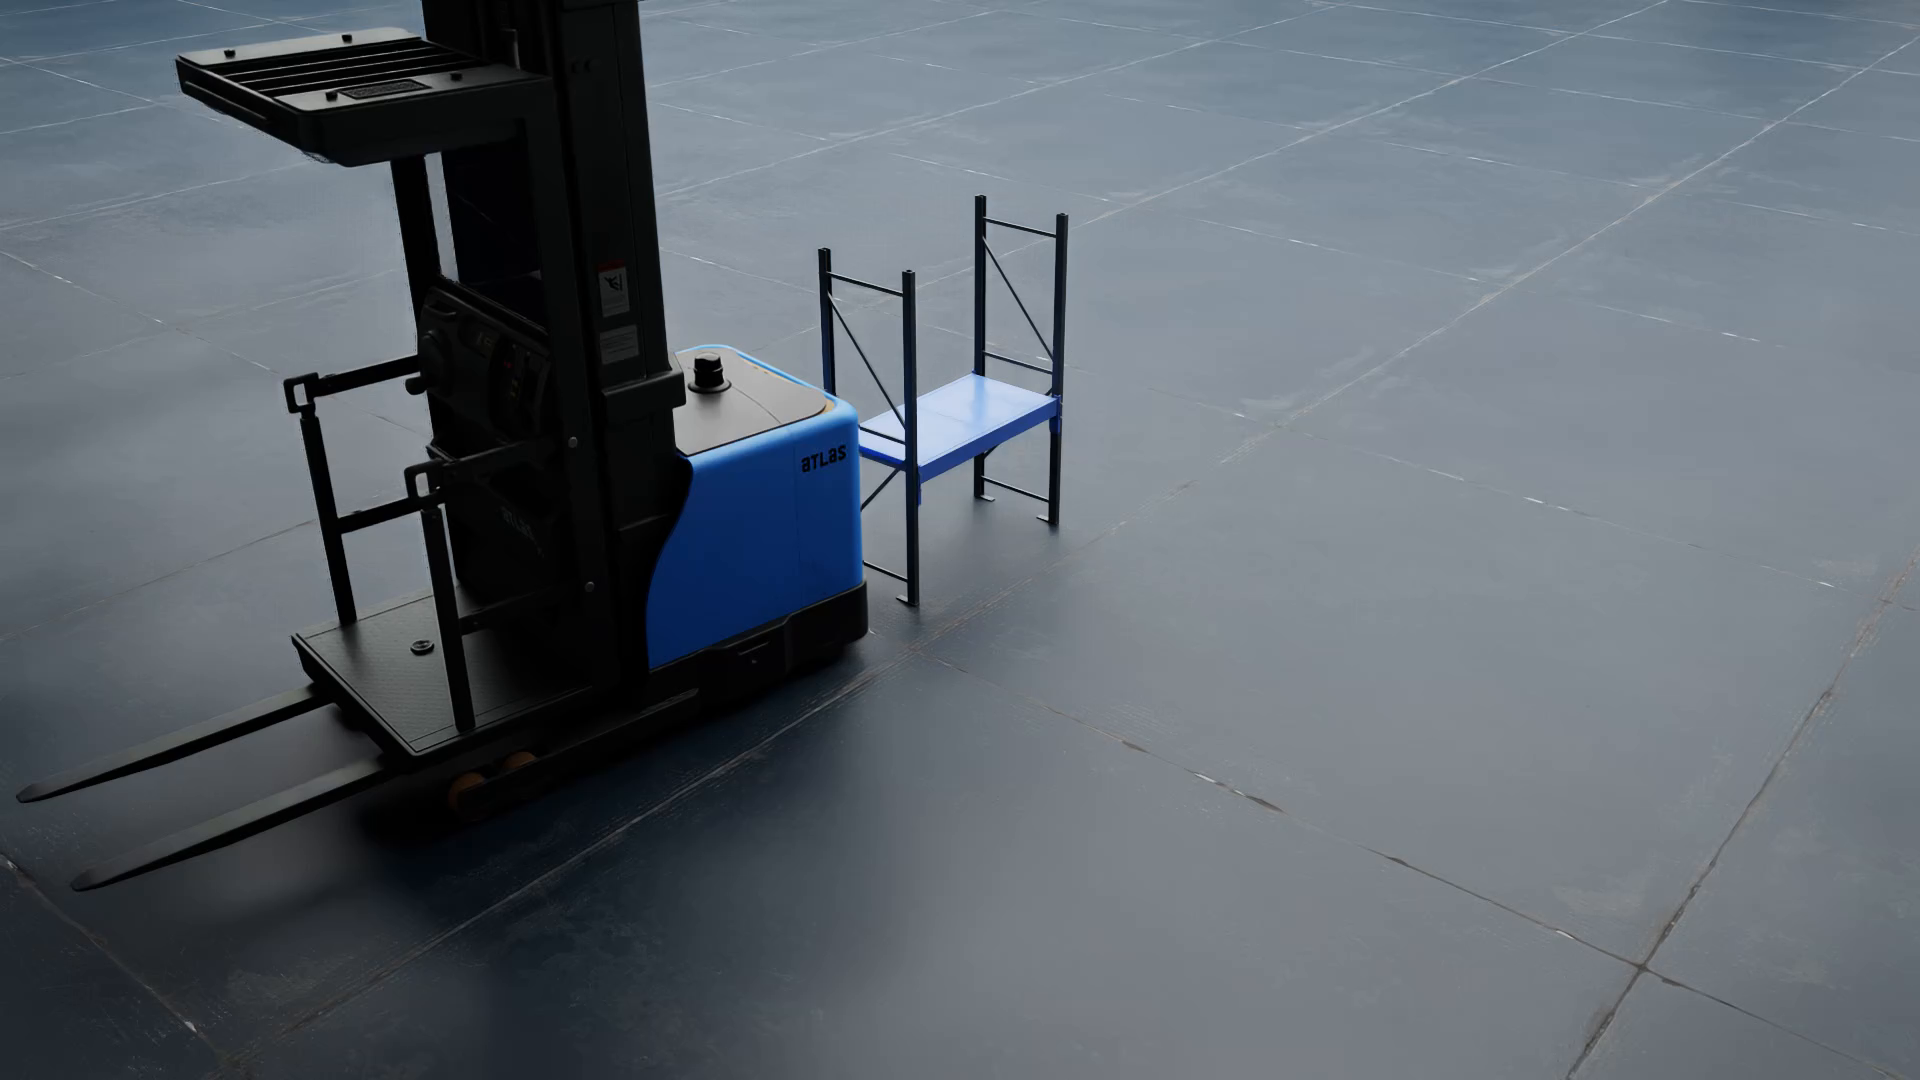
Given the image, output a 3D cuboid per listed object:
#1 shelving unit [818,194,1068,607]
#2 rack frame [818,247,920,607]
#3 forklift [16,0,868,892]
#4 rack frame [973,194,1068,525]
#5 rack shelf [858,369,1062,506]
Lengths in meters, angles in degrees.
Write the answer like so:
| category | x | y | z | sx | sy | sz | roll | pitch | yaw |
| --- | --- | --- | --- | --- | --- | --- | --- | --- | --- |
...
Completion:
| category | x | y | z | sx | sy | sz | roll | pitch | yaw |
| --- | --- | --- | --- | --- | --- | --- | --- | --- | --- |
| shelving unit | -0.054 | -0.636 | 7.347 | 0.538 | 1.500 | 1.048 | 21 | 34 | 34 |
| rack frame | -0.378 | -0.456 | 6.999 | 0.500 | 1.500 | 0.032 | 21 | 34 | 34 |
| forklift | -1.823 | -0.586 | 5.694 | 3.031 | 2.935 | 1.130 | -22 | 34 | -36 |
| rack frame | 0.269 | -0.816 | 7.695 | 0.500 | 1.500 | 0.032 | 21 | 34 | 34 |
| rack shelf | -0.054 | -0.476 | 7.430 | 0.538 | 0.185 | 1.000 | 21 | 34 | 34 |
